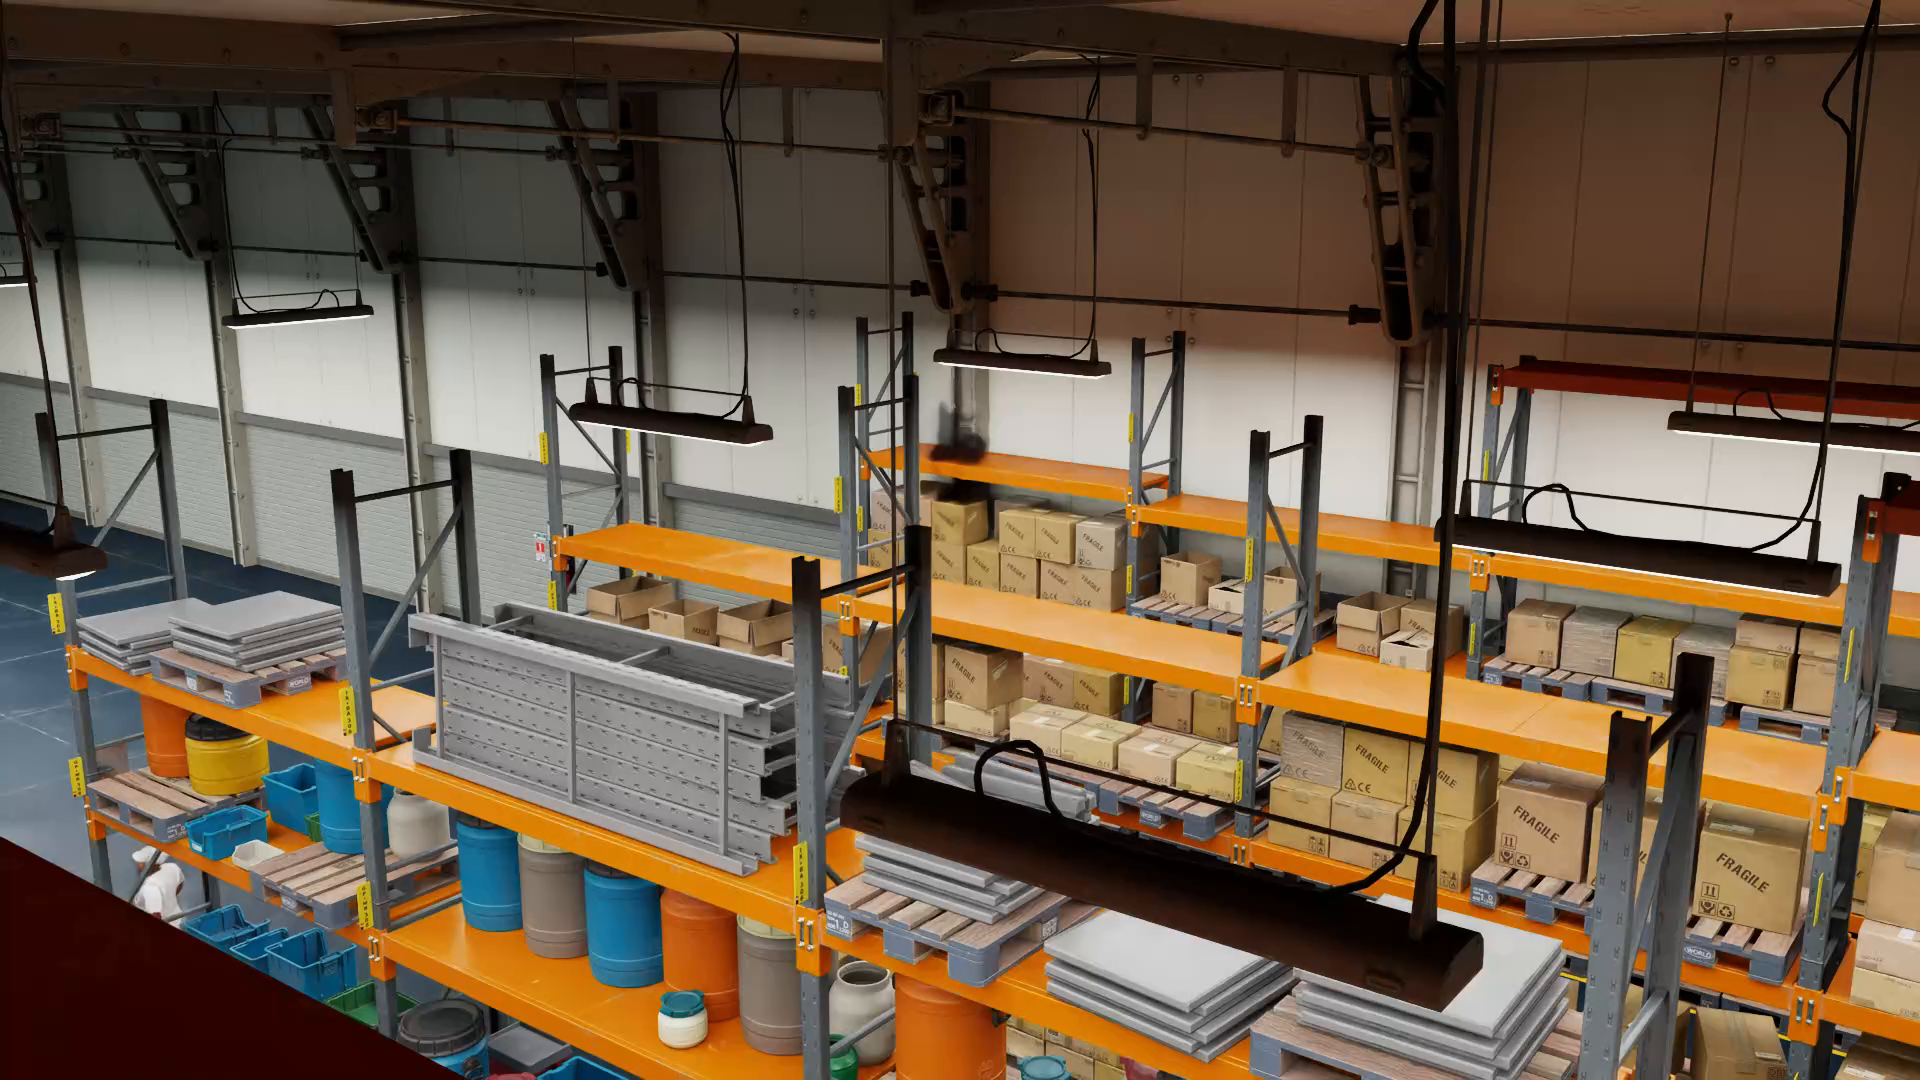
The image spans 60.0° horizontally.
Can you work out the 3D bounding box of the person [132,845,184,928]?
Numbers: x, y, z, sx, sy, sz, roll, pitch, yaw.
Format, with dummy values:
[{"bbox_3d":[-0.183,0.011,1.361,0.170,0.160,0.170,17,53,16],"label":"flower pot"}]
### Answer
[{"bbox_3d":[-7.598,3.655,15.767,0.548,1.696,0.756,-1,13,-2],"label":"person"}]
